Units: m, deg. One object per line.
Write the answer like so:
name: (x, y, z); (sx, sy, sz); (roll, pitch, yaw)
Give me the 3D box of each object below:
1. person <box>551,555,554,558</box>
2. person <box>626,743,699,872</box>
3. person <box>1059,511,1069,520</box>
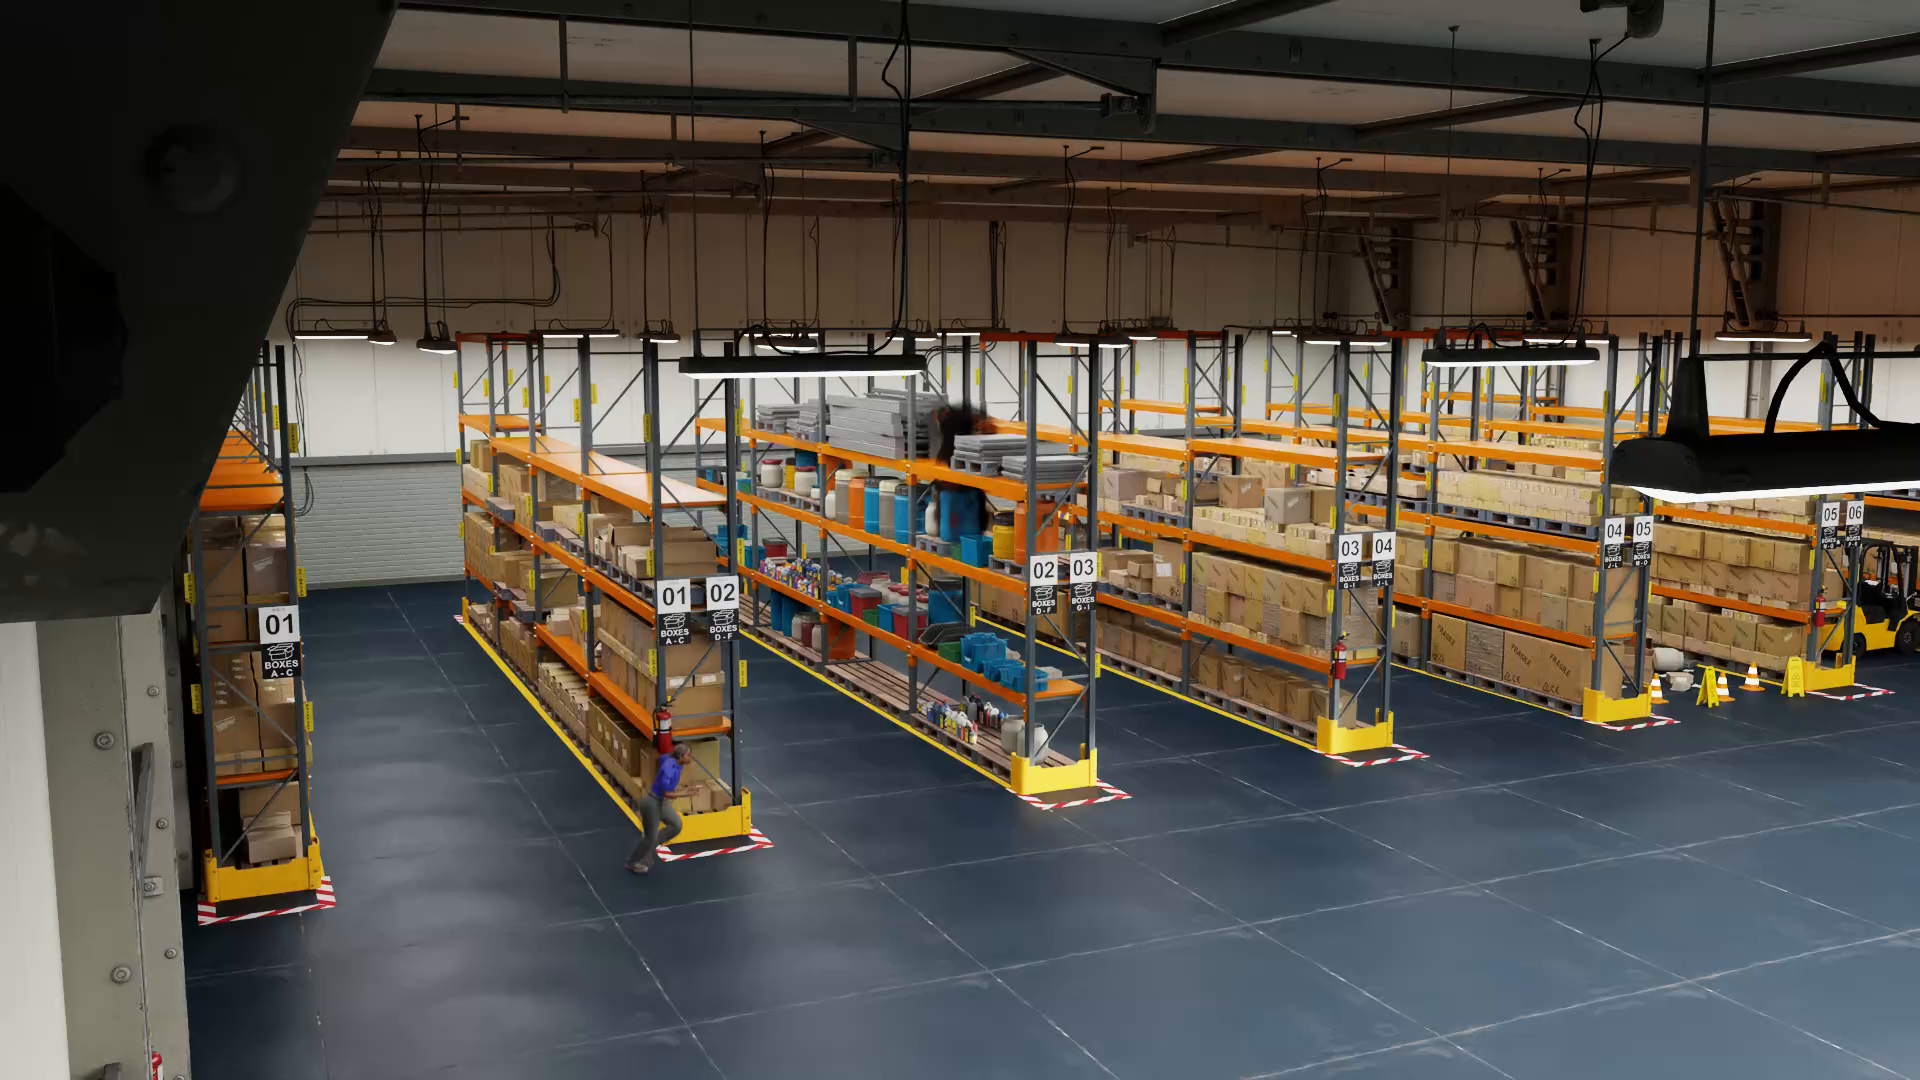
person: (-9.010, 0.797, 36.242); (0.913, 1.325, 0.563); (5, 9, 35)
person: (-3.404, 3.038, 19.037); (0.873, 1.488, 0.597); (0, 8, 2)
person: (2.571, -0.133, 41.675); (0.710, 1.814, 0.697); (2, 8, 12)
